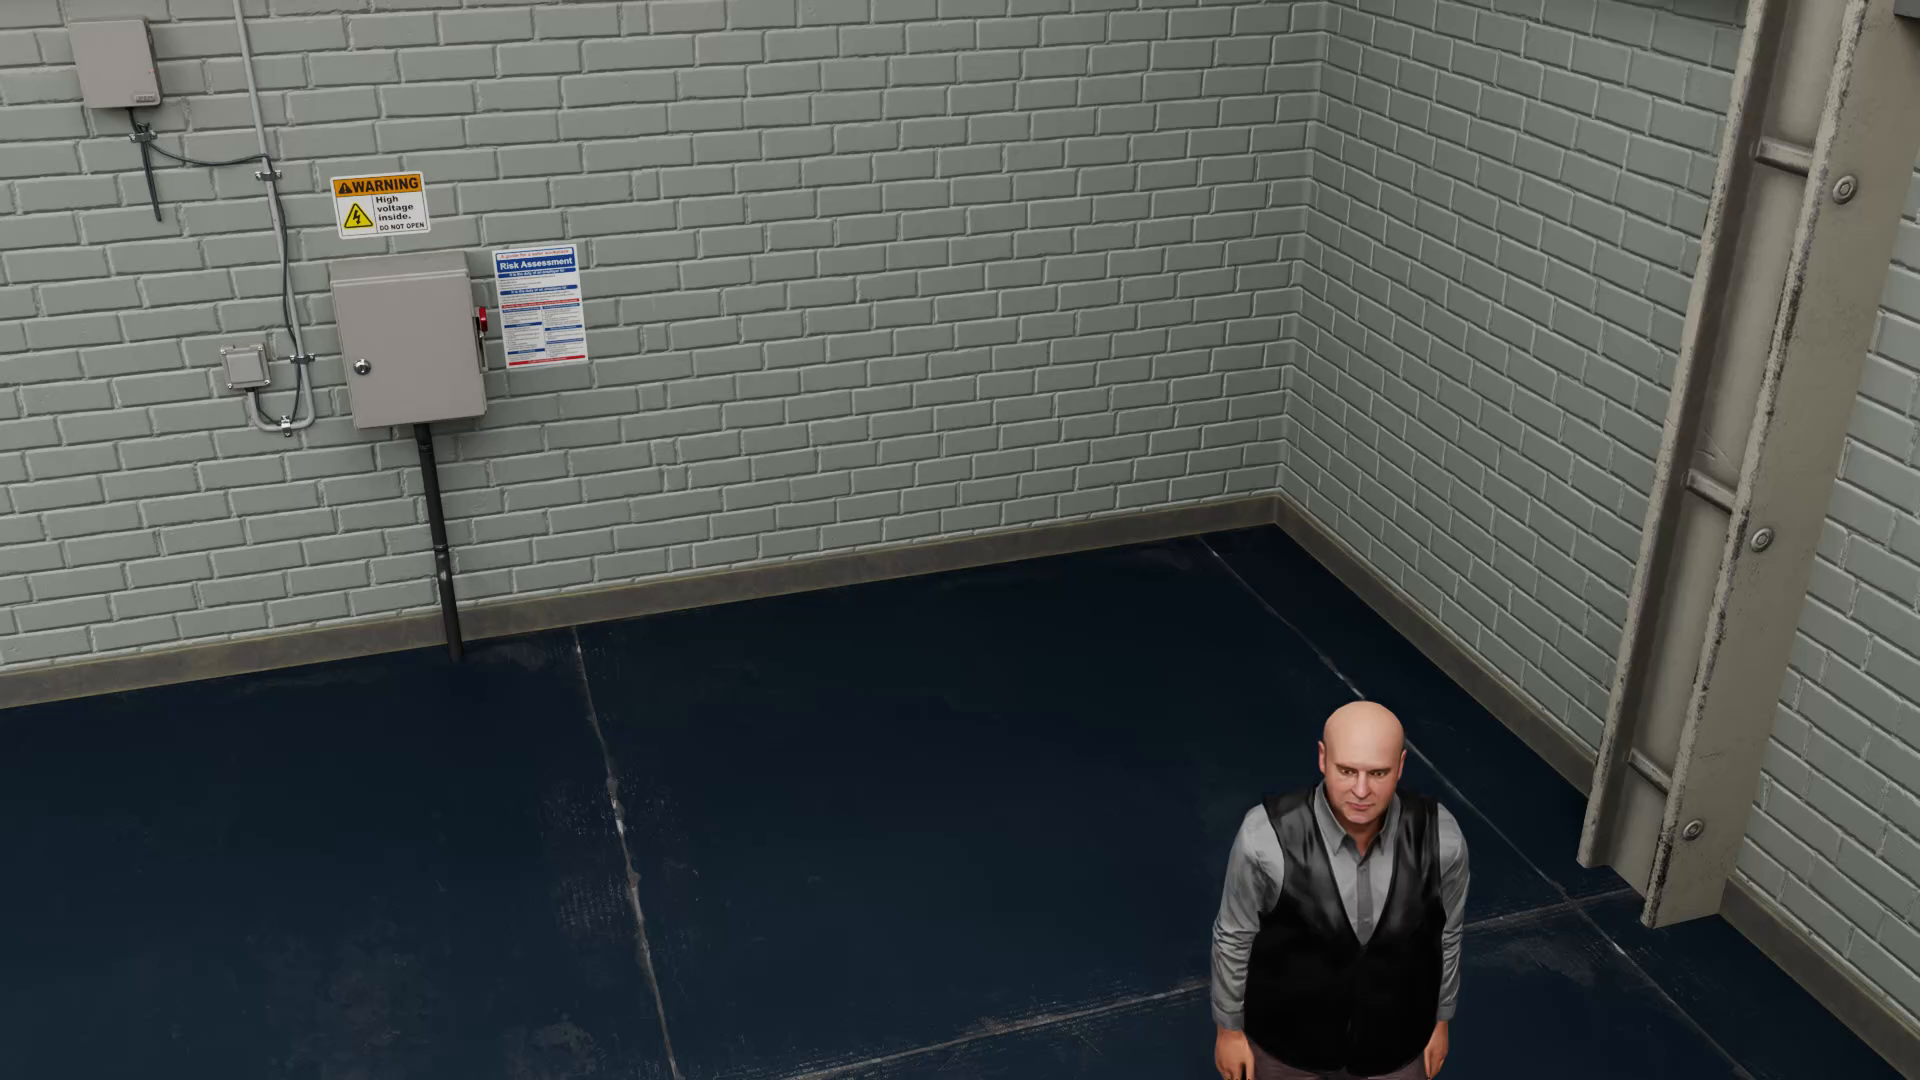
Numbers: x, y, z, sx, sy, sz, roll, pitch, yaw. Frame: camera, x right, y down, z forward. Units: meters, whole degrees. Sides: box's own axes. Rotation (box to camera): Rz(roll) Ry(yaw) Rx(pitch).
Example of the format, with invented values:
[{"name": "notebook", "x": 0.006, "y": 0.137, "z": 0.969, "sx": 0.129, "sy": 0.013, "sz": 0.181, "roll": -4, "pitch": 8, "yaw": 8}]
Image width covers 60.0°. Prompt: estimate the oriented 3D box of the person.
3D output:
[{"name": "person", "x": 0.841, "y": 1.138, "z": 3.761, "sx": 0.564, "sy": 1.716, "sz": 0.472, "roll": 1, "pitch": 26, "yaw": 3}]
